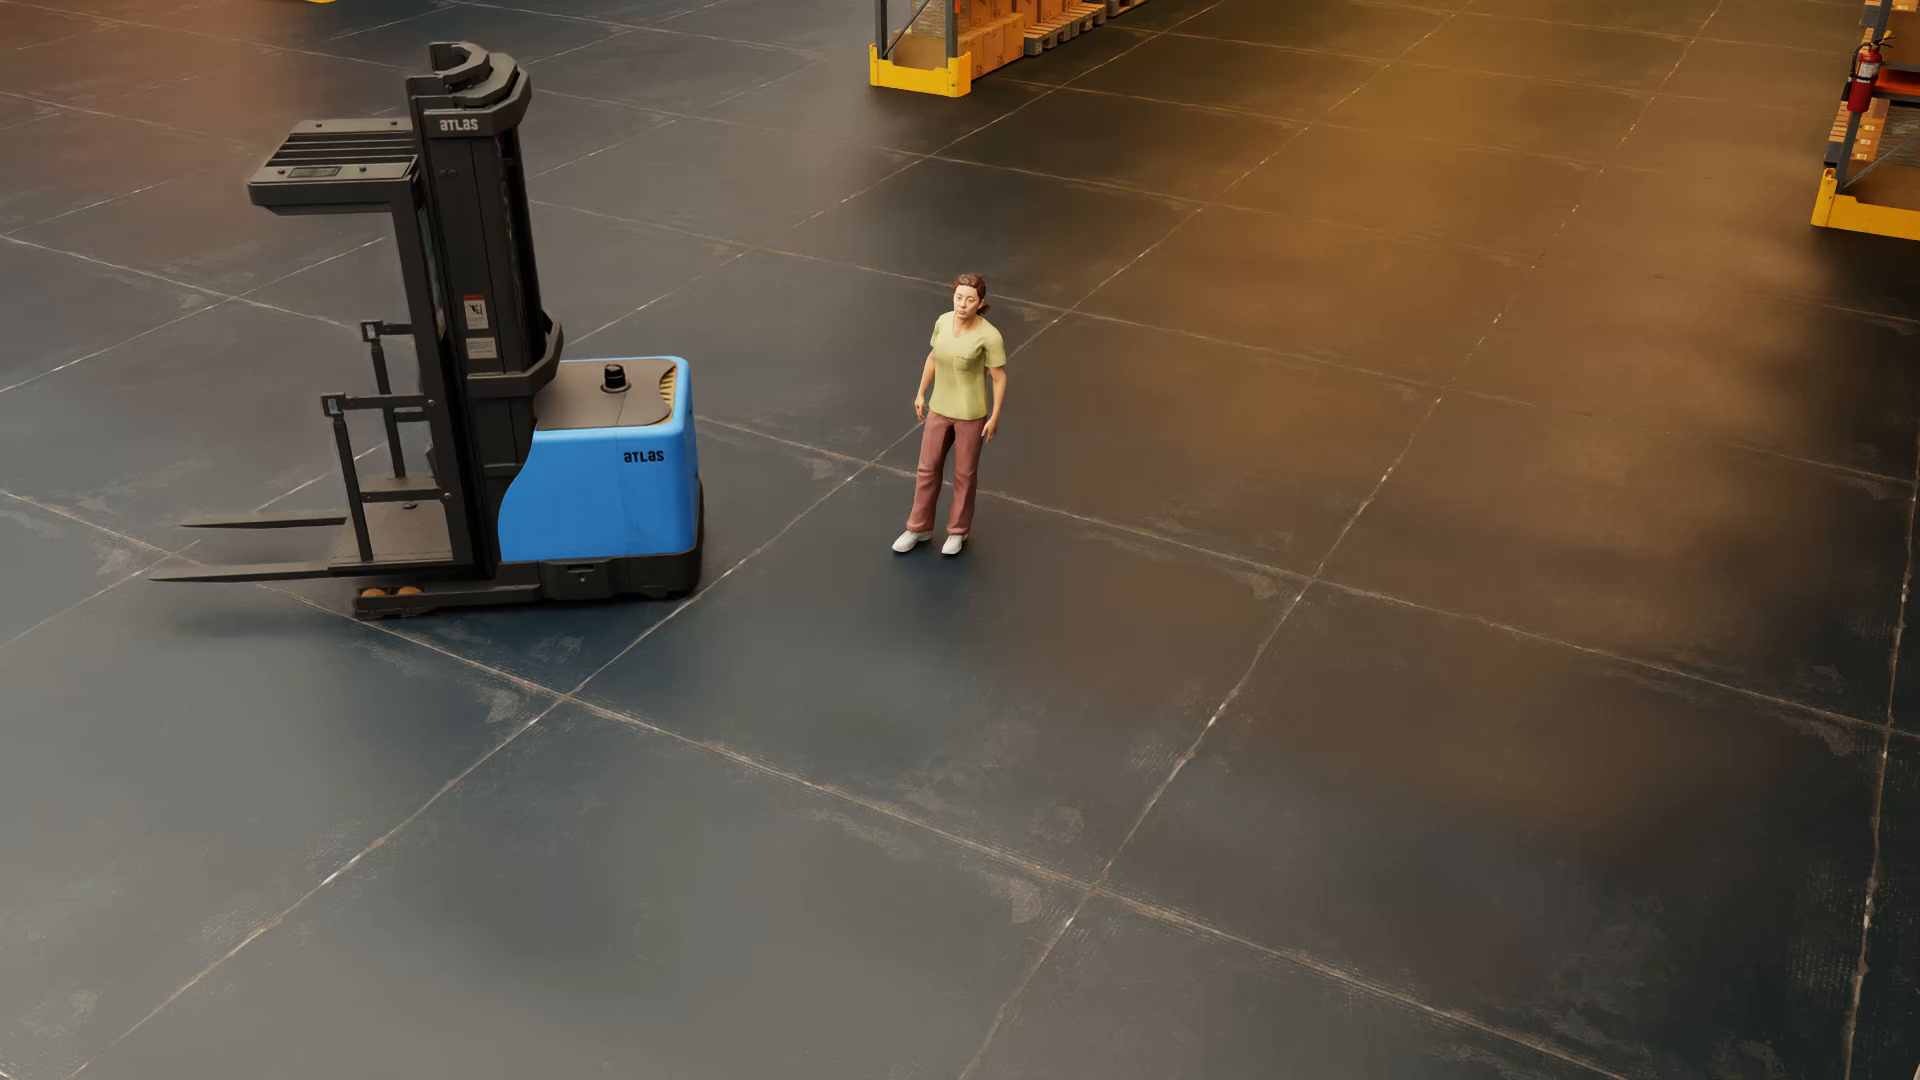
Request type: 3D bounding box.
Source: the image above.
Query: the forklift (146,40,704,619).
[{"bbox_3d":[-3.029,-1.109,8.992,3.031,2.935,1.130,-3,30,-5],"label":"forklift"}]

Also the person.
[{"bbox_3d":[-0.046,-0.702,9.529,0.554,1.673,0.548,15,33,25],"label":"person"}]
